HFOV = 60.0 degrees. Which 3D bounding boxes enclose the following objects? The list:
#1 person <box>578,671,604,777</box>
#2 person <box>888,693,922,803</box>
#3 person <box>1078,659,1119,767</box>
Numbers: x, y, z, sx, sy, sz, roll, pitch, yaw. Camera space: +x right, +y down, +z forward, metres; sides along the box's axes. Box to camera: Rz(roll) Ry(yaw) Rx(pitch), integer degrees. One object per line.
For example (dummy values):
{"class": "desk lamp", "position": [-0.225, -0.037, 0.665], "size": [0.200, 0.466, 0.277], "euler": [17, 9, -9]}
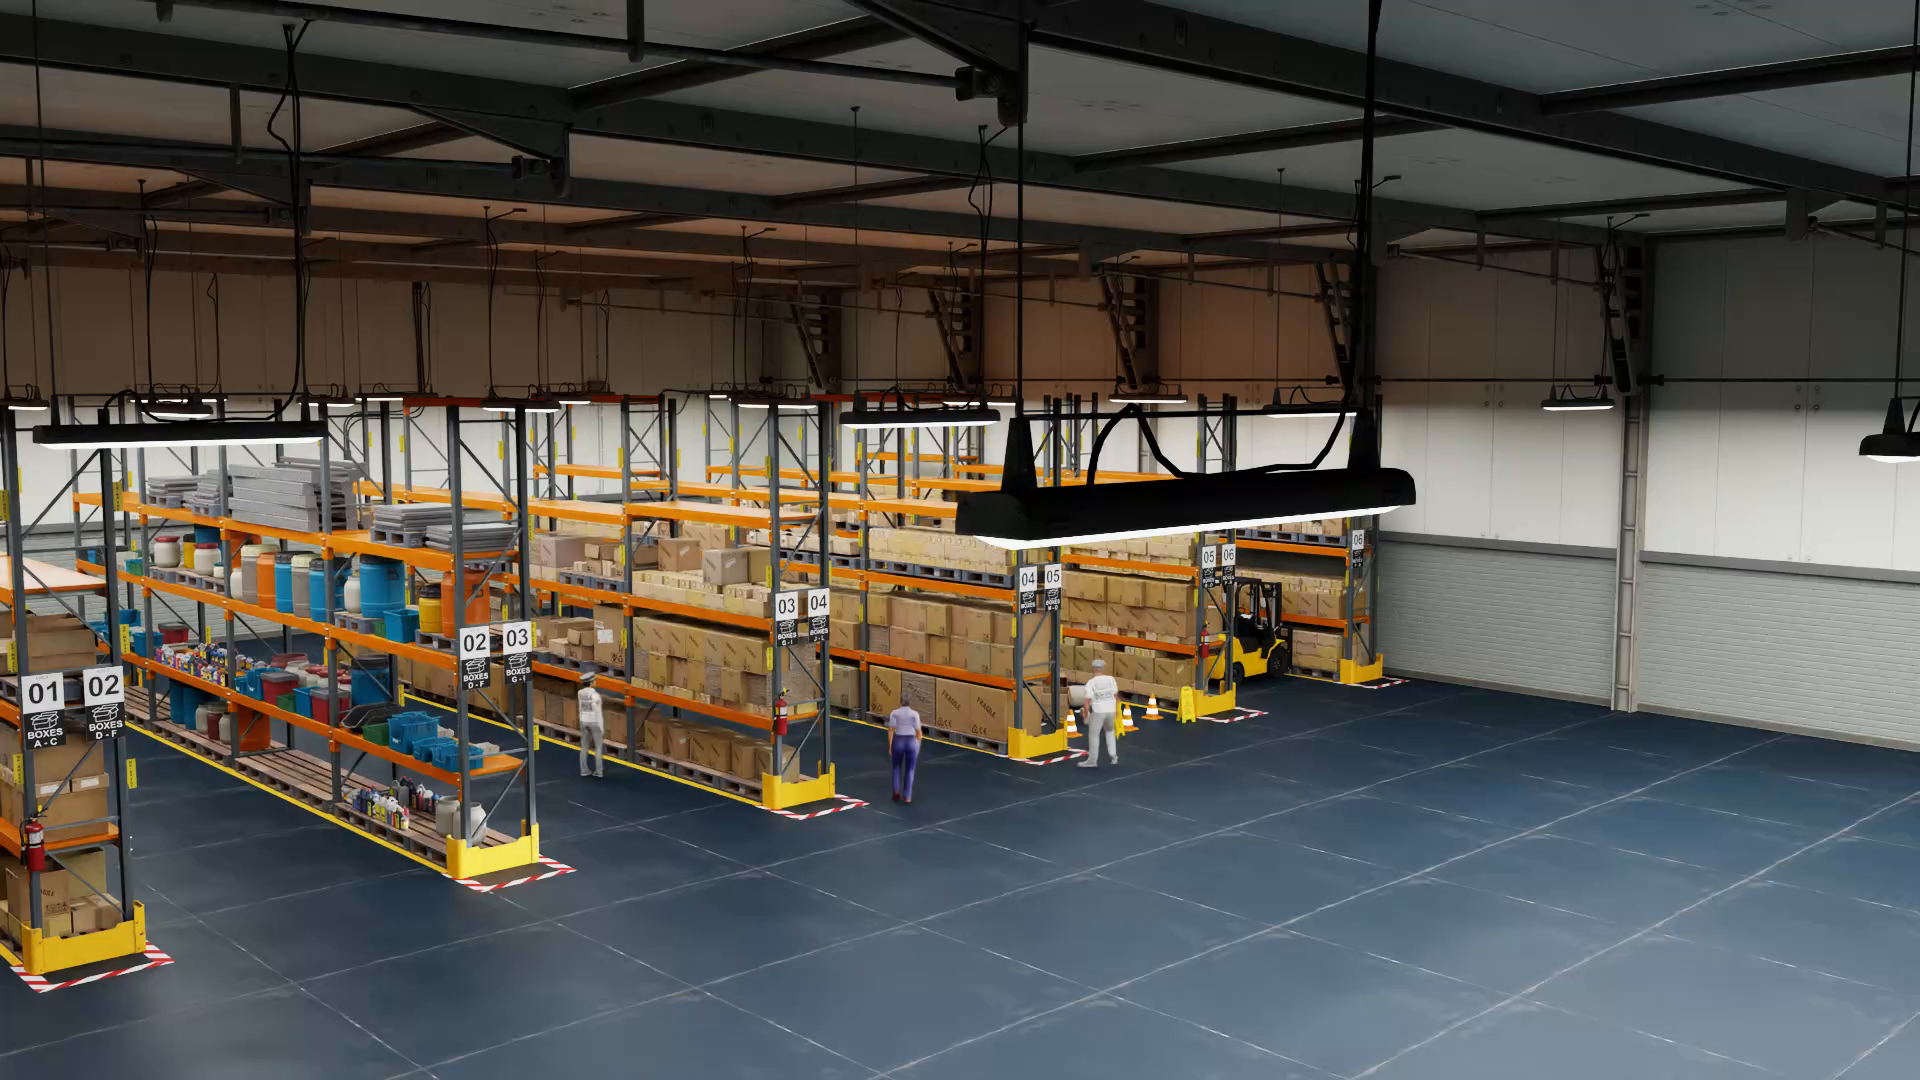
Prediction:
{"class": "person", "position": [-5.861, 2.930, 26.496], "size": [0.465, 1.693, 0.375], "euler": [2, 6, 21]}
{"class": "person", "position": [-0.816, 3.124, 24.913], "size": [0.502, 1.705, 0.484], "euler": [1, 6, 6]}
{"class": "person", "position": [2.310, 2.833, 27.156], "size": [0.671, 1.773, 0.441], "euler": [-2, 6, -24]}
